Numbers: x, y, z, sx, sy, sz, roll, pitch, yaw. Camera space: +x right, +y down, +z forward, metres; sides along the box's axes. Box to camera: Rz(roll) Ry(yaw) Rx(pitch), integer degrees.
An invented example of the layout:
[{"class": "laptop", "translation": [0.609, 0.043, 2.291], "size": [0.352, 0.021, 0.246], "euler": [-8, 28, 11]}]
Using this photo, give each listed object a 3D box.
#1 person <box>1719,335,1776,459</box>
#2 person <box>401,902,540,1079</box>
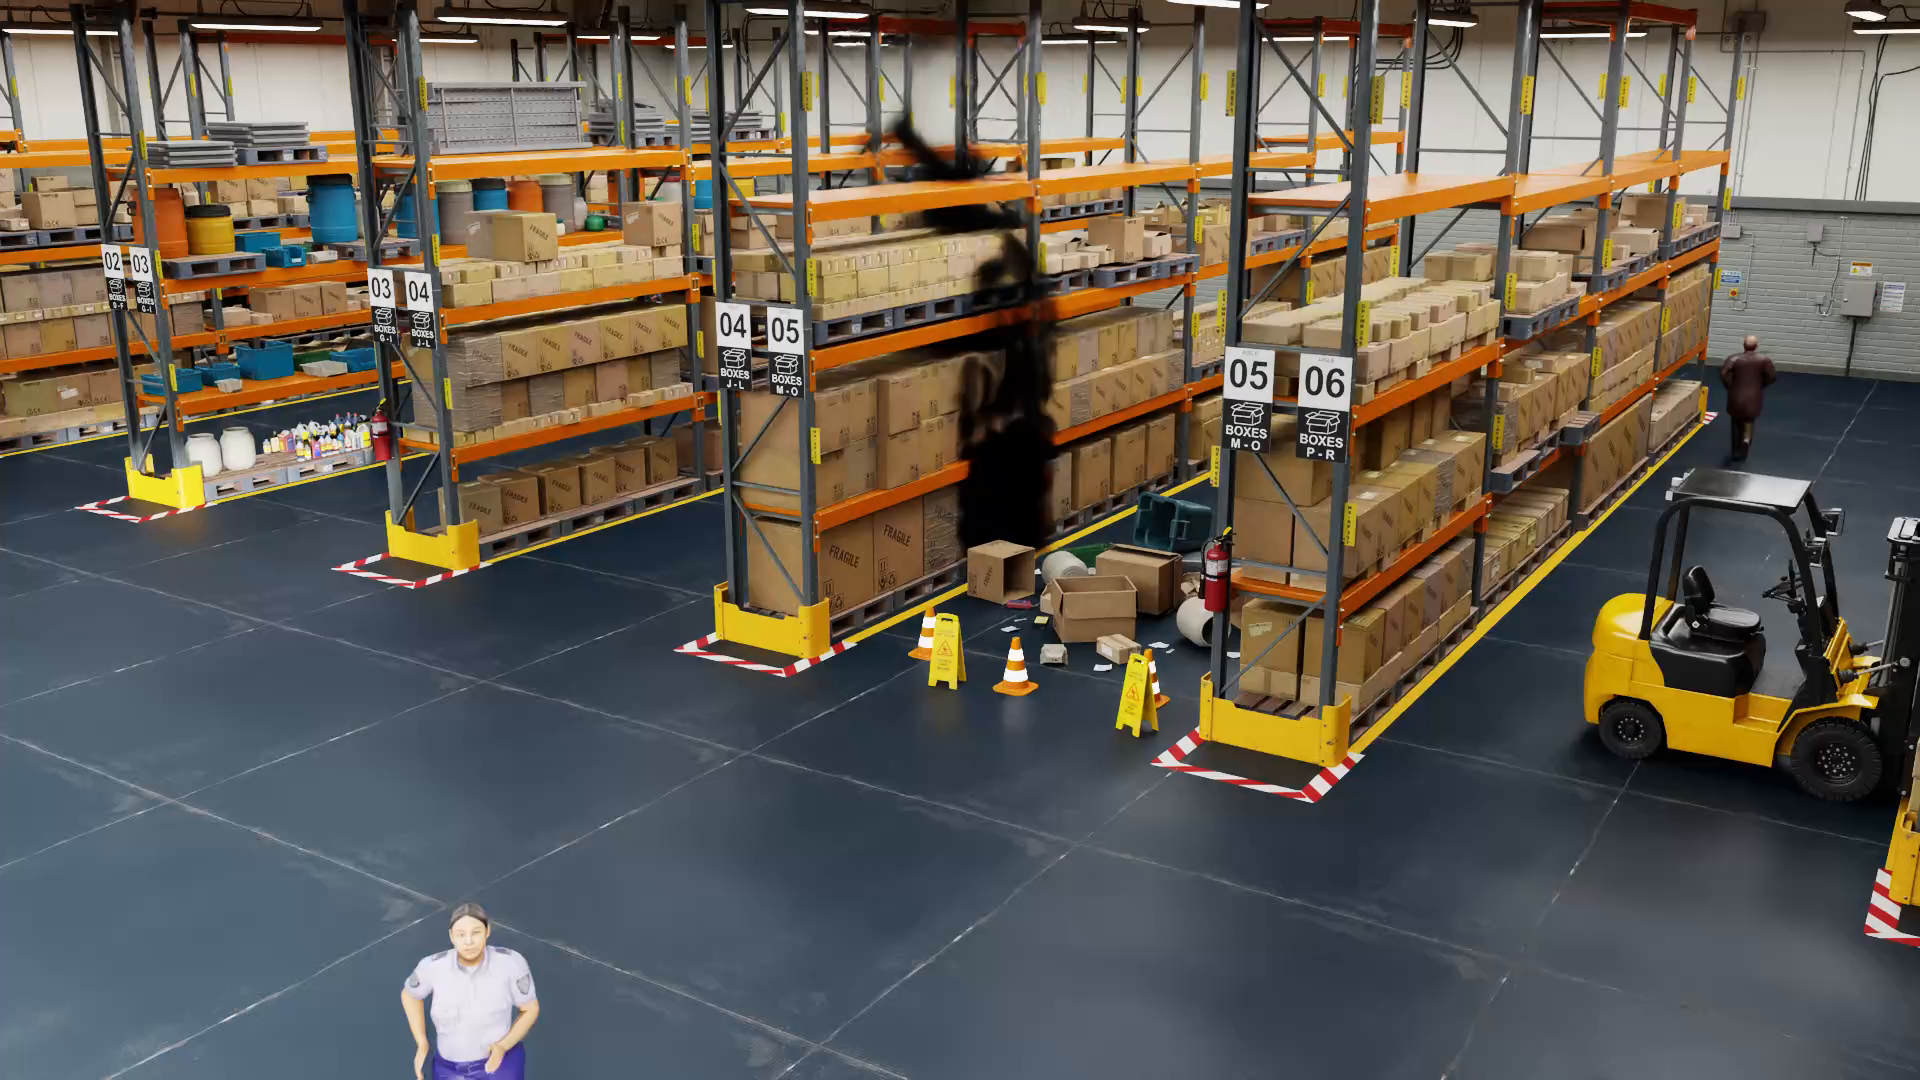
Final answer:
[{"class": "person", "translation": [10.814, -1.953, 22.921], "size": [0.720, 1.750, 0.920], "euler": [7, 17, 23]}, {"class": "person", "translation": [-2.185, 2.420, 7.528], "size": [0.592, 1.597, 0.575], "euler": [-5, 16, -18]}]
